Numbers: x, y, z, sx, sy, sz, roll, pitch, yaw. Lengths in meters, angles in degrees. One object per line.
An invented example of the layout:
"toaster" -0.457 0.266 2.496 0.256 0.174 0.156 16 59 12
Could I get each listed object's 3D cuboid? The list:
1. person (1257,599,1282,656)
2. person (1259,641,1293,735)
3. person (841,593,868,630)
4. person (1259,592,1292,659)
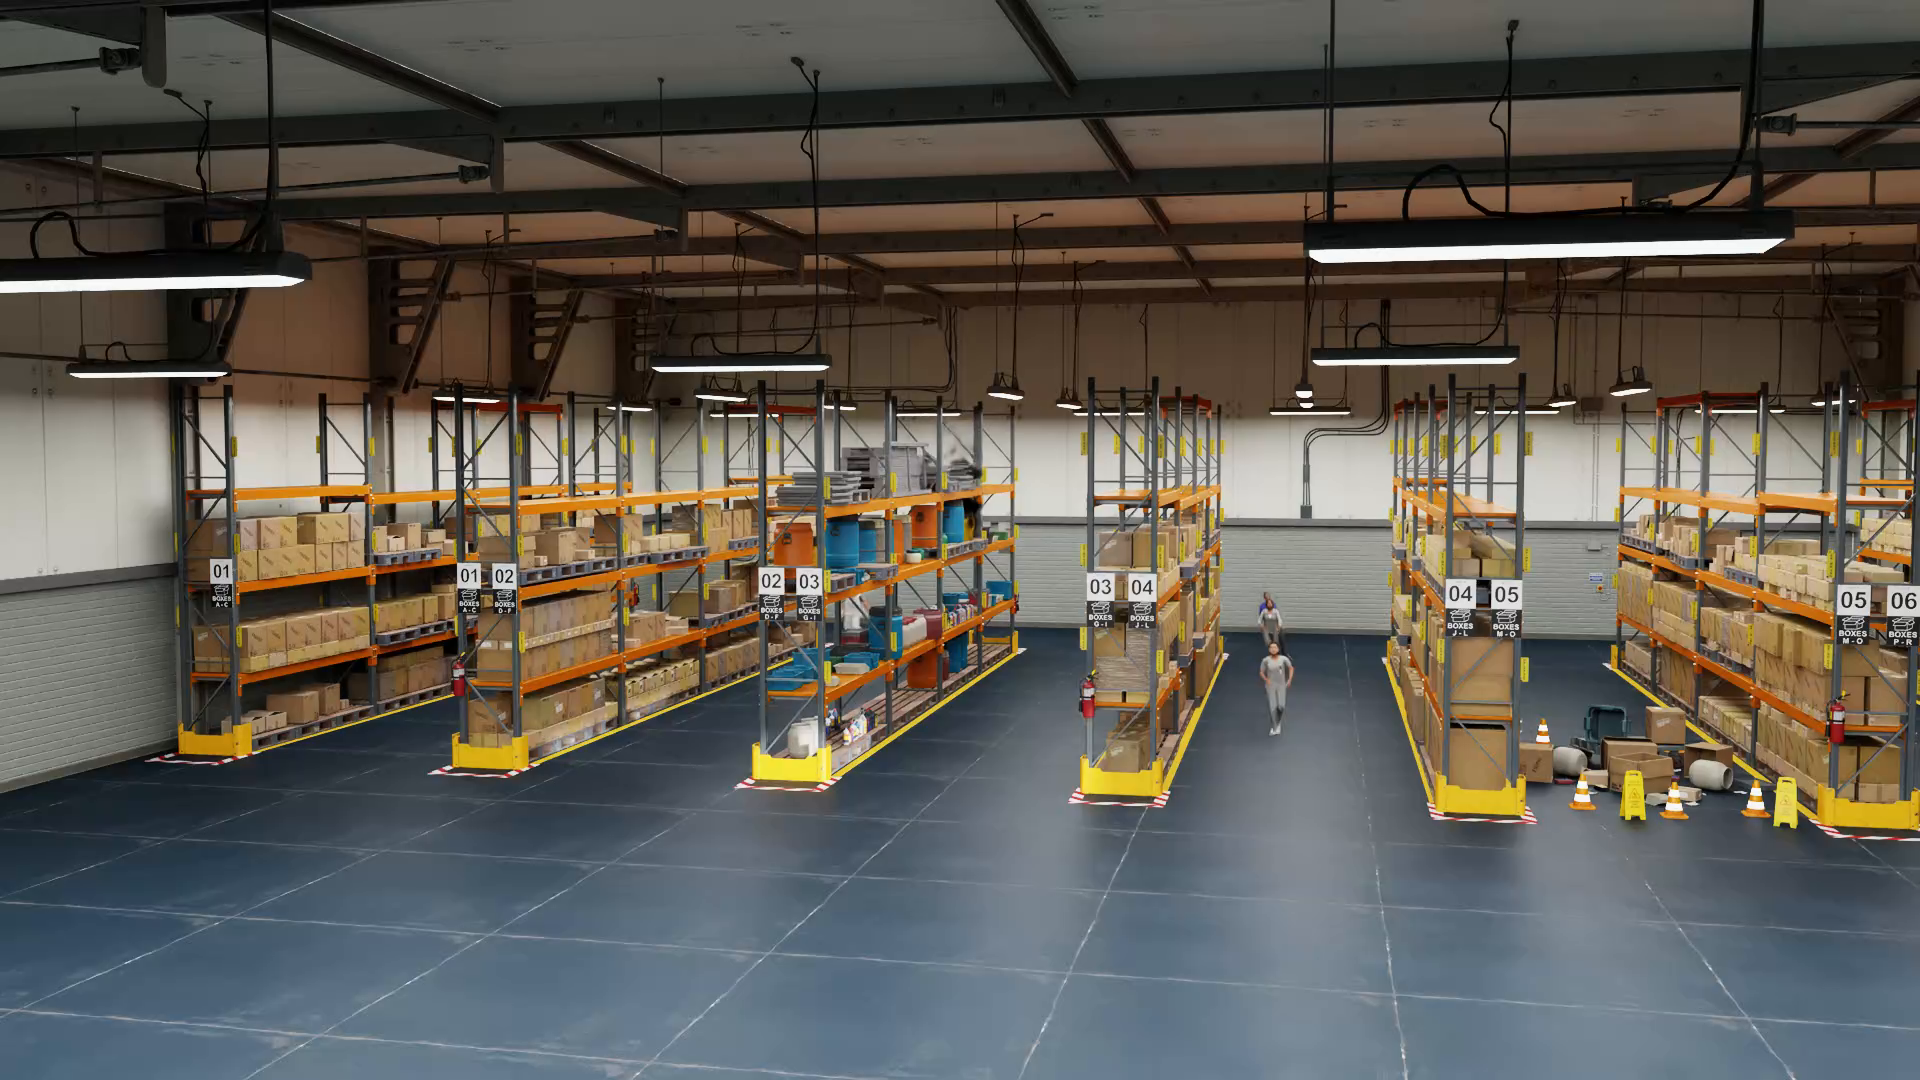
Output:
"person" 7.025 2.115 37.761 0.548 1.565 0.548 1 3 9
"person" 5.473 2.570 28.791 0.578 1.624 0.599 1 3 12
"person" -2.526 1.799 39.091 0.710 1.771 0.594 0 3 -3
"person" 7.387 2.018 39.414 0.699 1.609 0.770 -1 3 -24
